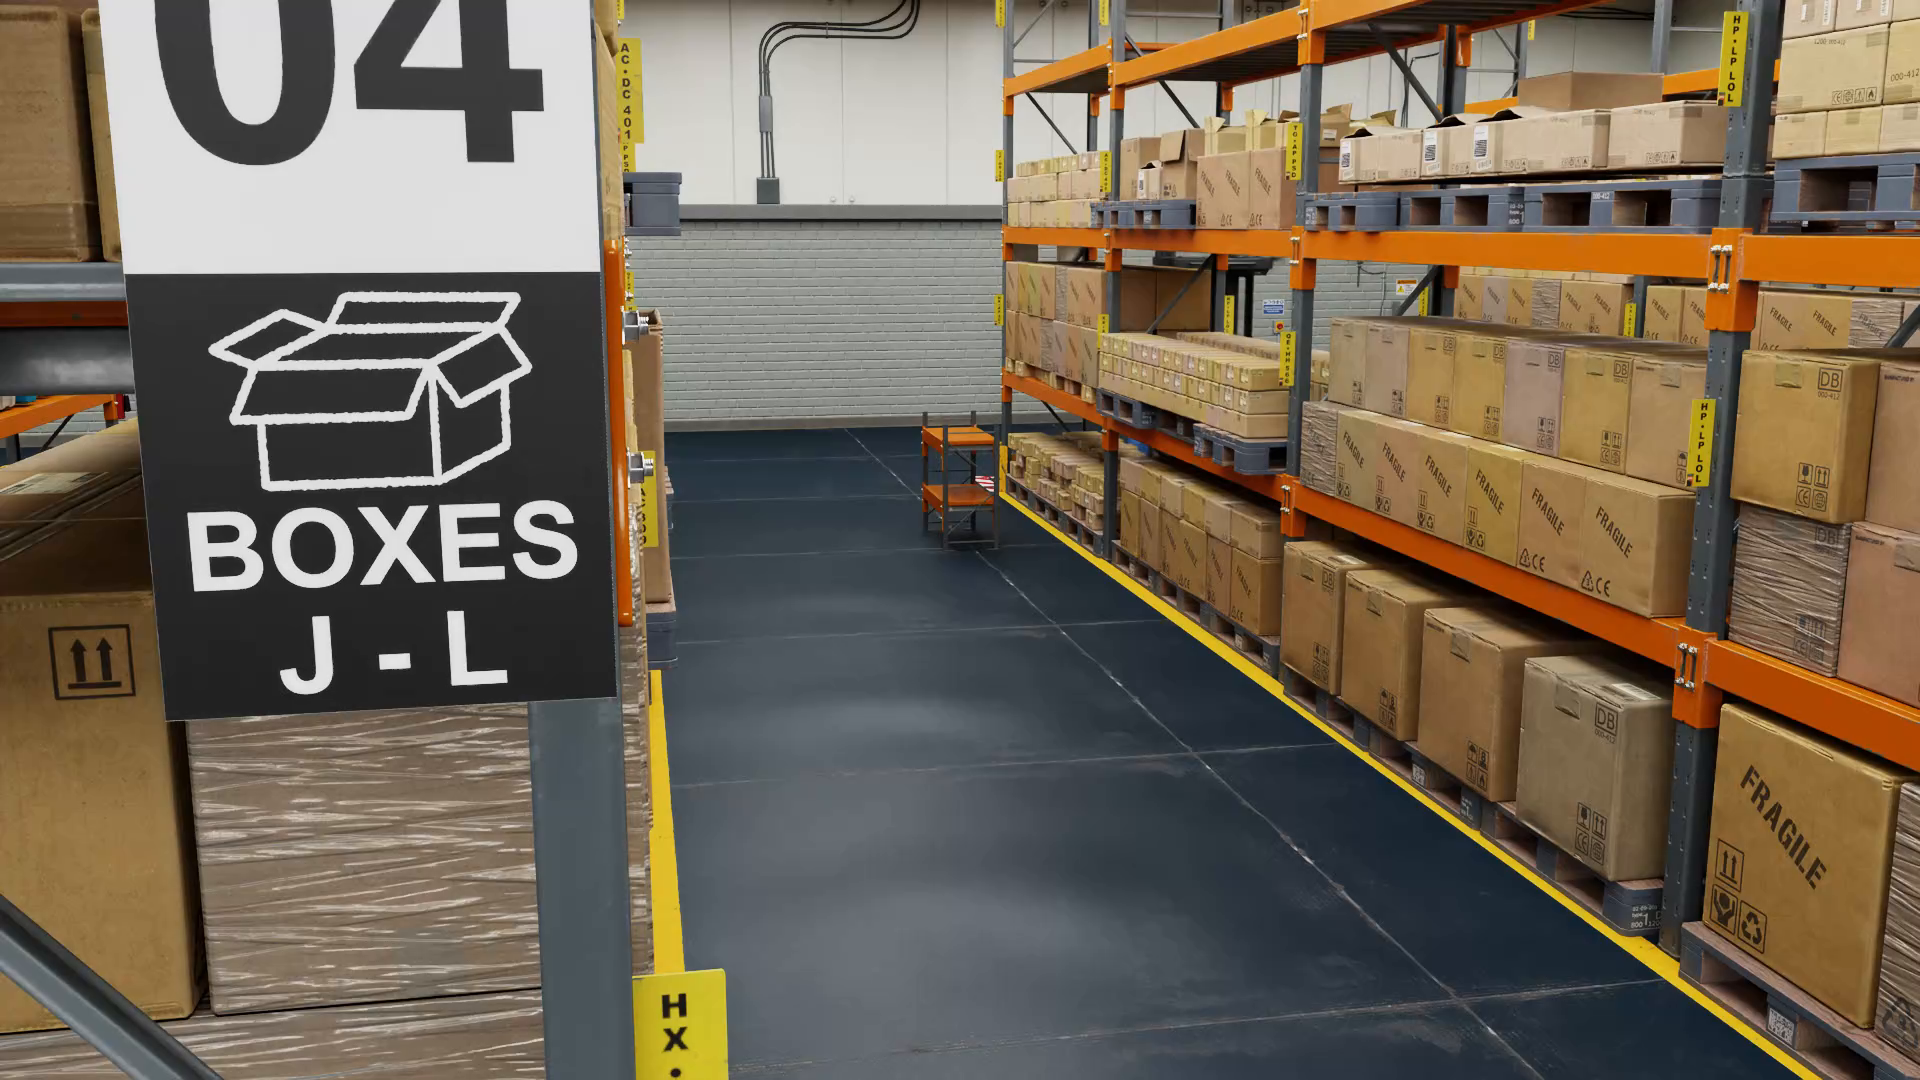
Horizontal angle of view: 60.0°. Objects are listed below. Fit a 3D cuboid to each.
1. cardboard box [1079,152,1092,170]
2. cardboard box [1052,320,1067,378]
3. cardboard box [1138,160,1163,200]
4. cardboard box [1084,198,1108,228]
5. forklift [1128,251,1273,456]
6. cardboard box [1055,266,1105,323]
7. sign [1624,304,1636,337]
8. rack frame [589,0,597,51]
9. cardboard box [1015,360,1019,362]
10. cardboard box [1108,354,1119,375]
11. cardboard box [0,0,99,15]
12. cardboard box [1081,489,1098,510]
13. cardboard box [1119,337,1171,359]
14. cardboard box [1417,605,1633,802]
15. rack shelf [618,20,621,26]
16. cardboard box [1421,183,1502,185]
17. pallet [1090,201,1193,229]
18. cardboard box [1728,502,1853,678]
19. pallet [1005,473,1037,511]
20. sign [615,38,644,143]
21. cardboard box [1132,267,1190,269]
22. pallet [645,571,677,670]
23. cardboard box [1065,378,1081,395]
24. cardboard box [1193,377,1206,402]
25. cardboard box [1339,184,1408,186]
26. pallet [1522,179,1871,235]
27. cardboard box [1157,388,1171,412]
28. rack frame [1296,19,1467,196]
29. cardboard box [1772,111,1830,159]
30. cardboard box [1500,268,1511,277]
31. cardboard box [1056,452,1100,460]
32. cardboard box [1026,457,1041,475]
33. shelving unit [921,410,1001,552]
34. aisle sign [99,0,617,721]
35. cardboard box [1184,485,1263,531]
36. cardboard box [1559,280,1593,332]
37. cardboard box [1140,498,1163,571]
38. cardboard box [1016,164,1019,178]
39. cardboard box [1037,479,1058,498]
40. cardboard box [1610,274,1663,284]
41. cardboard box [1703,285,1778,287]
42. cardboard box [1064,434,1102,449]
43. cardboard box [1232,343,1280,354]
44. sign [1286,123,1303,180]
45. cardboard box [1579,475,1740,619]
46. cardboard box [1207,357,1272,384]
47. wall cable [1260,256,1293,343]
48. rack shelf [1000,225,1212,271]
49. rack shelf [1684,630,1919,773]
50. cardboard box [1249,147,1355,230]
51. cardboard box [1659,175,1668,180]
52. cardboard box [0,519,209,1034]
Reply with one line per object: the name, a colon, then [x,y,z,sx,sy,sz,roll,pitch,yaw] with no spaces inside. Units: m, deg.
cardboard box: [1.251,-3.299,14.483,0.380,0.149,0.250,-2,11,-11]
cardboard box: [1.164,-1.779,15.459,0.500,0.500,0.500,-2,11,-11]
cardboard box: [1.696,-2.786,12.905,0.500,0.311,0.500,-2,11,-12]
cardboard box: [1.370,-2.799,14.259,0.500,0.250,0.500,-2,11,-10]
forklift: [2.615,-1.943,17.568,1.130,2.935,3.031,-1,11,-7]
cardboard box: [1.182,-2.271,15.368,0.500,0.500,0.500,-2,11,-10]
sign: [6.022,-1.961,14.951,0.100,0.325,0.005,-2,11,-11]
rack frame: [-0.820,-1.903,1.130,1.000,3.000,0.127,-2,11,-11]
cardboard box: [0.784,-1.813,17.370,0.380,0.149,0.250,-2,11,-9]
cardboard box: [1.408,-1.412,13.344,0.380,0.149,0.250,-2,11,-12]
cardboard box: [-1.116,-0.644,1.868,0.380,0.149,0.250,-2,11,-13]
cardboard box: [1.293,-0.366,14.805,0.380,0.149,0.250,-3,11,-14]
cardboard box: [1.464,-1.507,13.050,0.380,0.149,0.250,-2,11,-11]
cardboard box: [2.894,0.759,8.078,1.050,0.750,0.750,-2,11,-11]
rack shelf: [-1.987,-2.454,7.016,1.077,0.370,4.000,-2,11,-11]
cardboard box: [2.841,-2.098,9.407,0.380,0.166,0.250,-2,11,-11]
pallet: [1.746,-2.583,13.226,1.213,0.211,1.003,-2,11,-11]
cardboard box: [3.370,0.142,6.028,0.875,0.550,0.550,-2,11,-11]
pallet: [1.091,-0.519,17.356,1.003,0.211,1.213,-2,11,-11]
sign: [-1.068,-1.439,5.327,0.100,0.325,0.005,-2,11,-11]
cardboard box: [1.766,-2.192,14.951,0.500,0.500,0.500,-2,11,-13]
pallet: [-1.604,0.259,6.327,1.003,0.211,1.213,-2,11,-11]
cardboard box: [1.187,-1.431,15.364,0.380,0.149,0.250,-3,11,-13]
cardboard box: [1.810,-1.031,11.346,0.380,0.149,0.250,-2,11,-11]
cardboard box: [2.417,-2.124,9.592,0.380,0.149,0.250,-3,11,-13]
pallet: [3.060,-1.398,7.007,0.805,0.209,1.217,-3,11,-13]
cardboard box: [1.661,-1.027,12.120,0.380,0.149,0.250,-3,11,-14]
rack frame: [2.509,-3.532,9.689,1.000,3.000,0.127,-2,11,-11]
cardboard box: [3.024,-1.378,5.674,0.380,0.149,0.250,-2,11,-12]
cardboard box: [5.824,-2.796,17.190,0.380,0.149,0.250,-2,11,-10]
cardboard box: [1.139,-0.759,16.072,0.380,0.149,0.250,-2,11,-11]
cardboard box: [0.878,-0.754,16.842,0.380,0.149,0.250,-2,11,-9]
shelving unit: [-0.001,-0.554,15.098,0.538,1.125,1.048,-2,11,-11]
aisle sign: [-0.514,-0.233,1.445,0.394,0.787,0.004,-2,11,-11]
cardboard box: [1.926,-0.234,11.960,0.500,0.250,0.500,-2,11,-10]
cardboard box: [6.113,-2.228,15.937,0.500,0.500,0.500,-2,11,-12]
cardboard box: [1.719,-0.055,13.026,0.500,0.500,0.500,-2,11,-8]
cardboard box: [0.792,-3.826,17.252,0.380,0.149,0.250,-2,11,-11]
cardboard box: [0.975,-0.517,16.394,0.380,0.149,0.250,-3,11,-14]
cardboard box: [6.194,-2.421,15.220,0.380,0.149,0.250,-2,11,-12]
cardboard box: [6.900,-1.985,14.662,0.500,0.500,0.500,-2,11,-9]
cardboard box: [1.297,-1.015,17.415,0.380,0.149,0.250,-2,11,-10]
cardboard box: [2.253,-1.389,12.427,0.380,0.149,0.250,-3,11,-14]
sign: [1.976,-2.294,9.819,0.100,0.325,0.005,-2,11,-11]
cardboard box: [2.923,0.013,6.838,0.500,0.500,0.500,-2,11,-11]
cardboard box: [1.866,-1.128,11.058,0.380,0.149,0.250,-2,11,-9]
wall cable: [4.669,-3.799,24.333,0.585,1.953,0.123,-2,11,-11]
rack shelf: [1.342,-2.806,15.818,1.077,0.370,4.000,-2,11,-11]
rack shelf: [3.676,0.868,4.535,1.077,0.370,4.000,-2,11,-11]
cardboard box: [2.148,-2.204,10.462,0.500,0.500,0.500,-2,11,-11]
cardboard box: [6.658,-3.411,15.416,0.500,0.500,0.500,-2,11,-10]
cardboard box: [-1.170,0.265,2.043,0.500,0.500,0.500,-2,11,-11]
